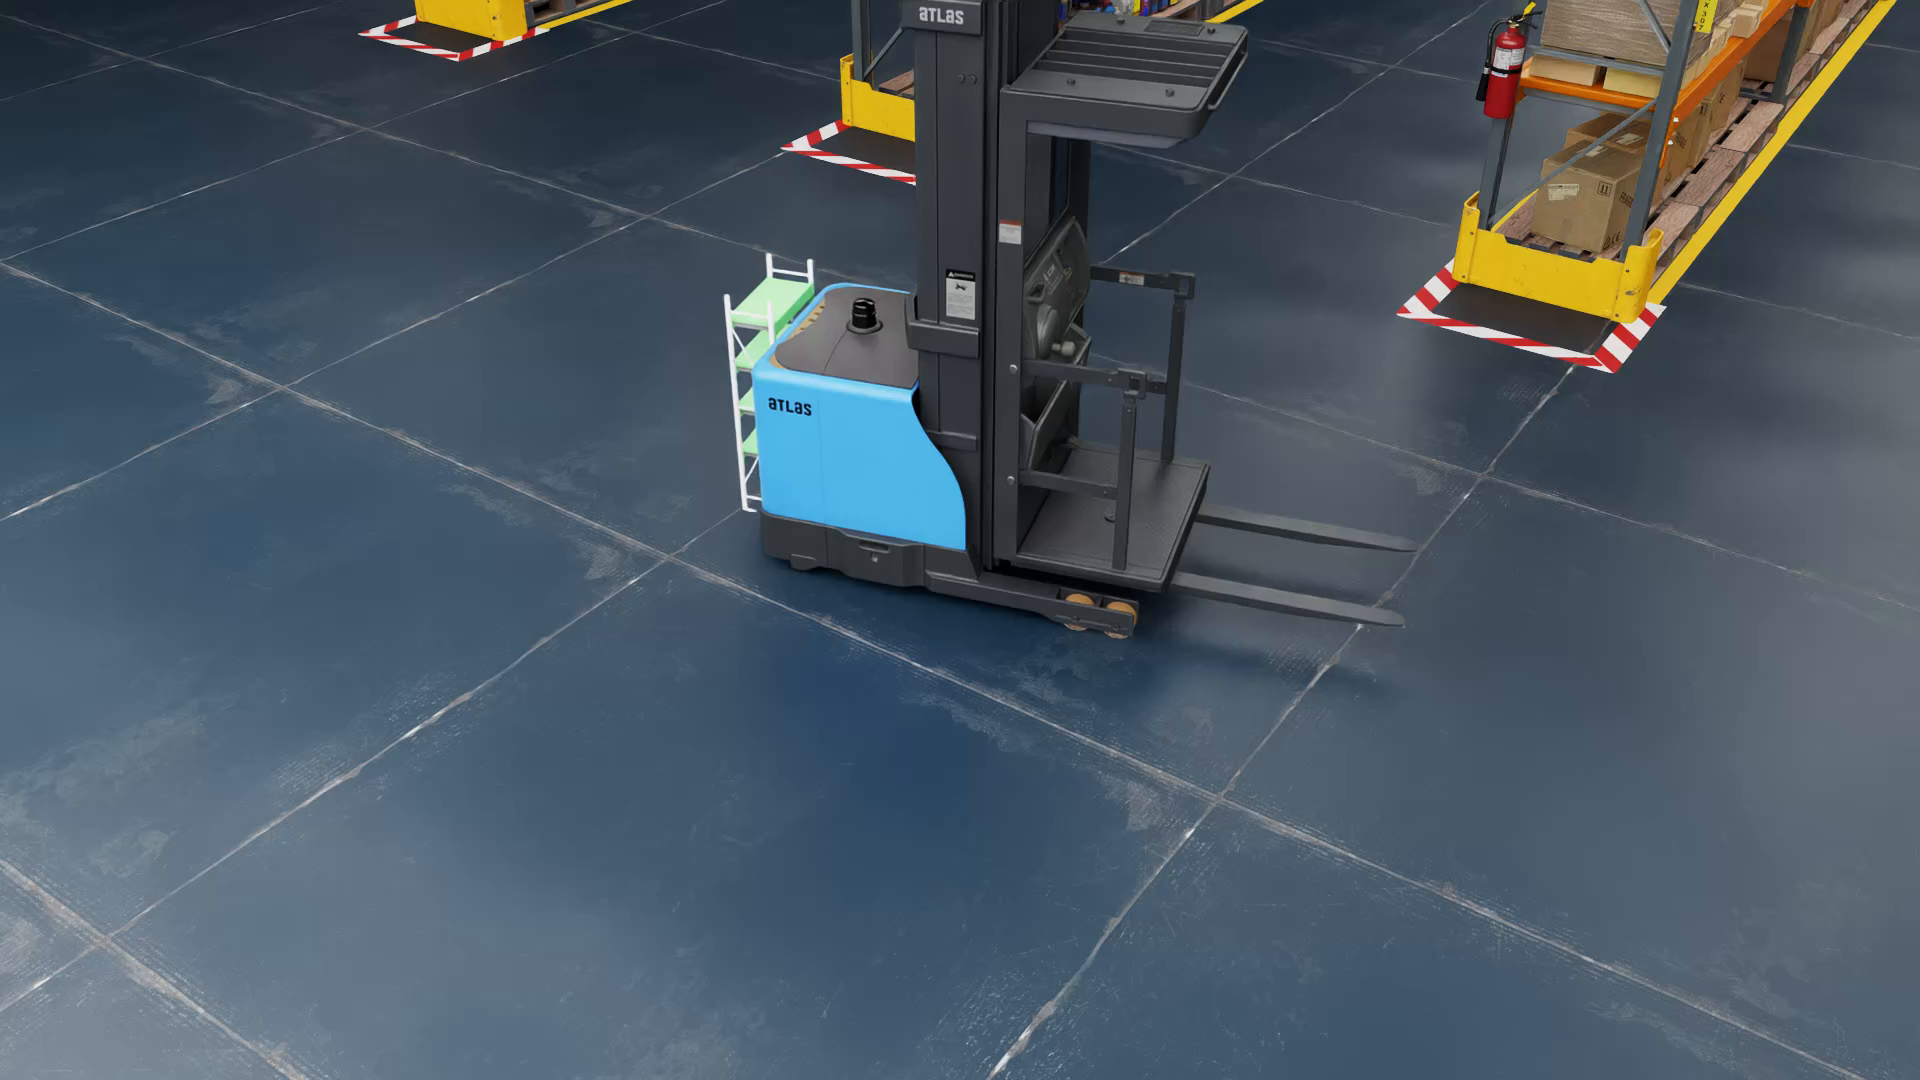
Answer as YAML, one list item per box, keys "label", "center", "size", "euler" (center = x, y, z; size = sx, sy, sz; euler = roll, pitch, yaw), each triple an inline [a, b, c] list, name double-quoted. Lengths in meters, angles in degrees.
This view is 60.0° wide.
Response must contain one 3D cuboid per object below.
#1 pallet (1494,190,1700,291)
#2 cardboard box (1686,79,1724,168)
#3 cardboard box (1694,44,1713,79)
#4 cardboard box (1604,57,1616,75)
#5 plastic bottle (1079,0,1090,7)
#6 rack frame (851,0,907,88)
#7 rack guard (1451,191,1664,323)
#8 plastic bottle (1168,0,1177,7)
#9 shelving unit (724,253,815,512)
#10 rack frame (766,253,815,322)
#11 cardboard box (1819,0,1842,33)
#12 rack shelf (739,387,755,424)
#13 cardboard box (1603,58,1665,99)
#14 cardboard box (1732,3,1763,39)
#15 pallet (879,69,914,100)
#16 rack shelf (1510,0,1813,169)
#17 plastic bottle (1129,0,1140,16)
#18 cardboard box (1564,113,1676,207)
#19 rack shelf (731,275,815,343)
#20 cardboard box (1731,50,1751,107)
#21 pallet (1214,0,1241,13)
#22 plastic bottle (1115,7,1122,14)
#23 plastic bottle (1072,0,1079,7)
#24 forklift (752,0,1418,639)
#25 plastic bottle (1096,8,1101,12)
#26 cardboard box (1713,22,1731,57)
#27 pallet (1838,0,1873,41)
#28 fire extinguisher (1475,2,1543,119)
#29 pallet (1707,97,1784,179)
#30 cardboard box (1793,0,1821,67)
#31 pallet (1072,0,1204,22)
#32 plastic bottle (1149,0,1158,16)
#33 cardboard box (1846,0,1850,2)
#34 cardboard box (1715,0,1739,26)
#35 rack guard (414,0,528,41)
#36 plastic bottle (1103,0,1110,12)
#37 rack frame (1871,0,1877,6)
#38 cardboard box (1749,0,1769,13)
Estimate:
- label: "pallet"
  center: [4.226, -2.032, 11.067]
  size: [1.003, 0.211, 1.213]
  euler: [21, 39, 28]
- label: "cardboard box"
  center: [5.101, -3.021, 11.896]
  size: [0.500, 0.500, 0.500]
  euler: [18, 38, 24]
- label: "cardboard box"
  center: [4.362, -2.960, 10.173]
  size: [0.380, 0.149, 0.250]
  euler: [21, 39, 28]
- label: "cardboard box"
  center: [3.827, -2.998, 10.229]
  size: [0.380, 0.149, 0.250]
  euler: [21, 39, 28]
- label: "plastic bottle"
  center: [1.118, -4.920, 14.891]
  size: [0.097, 0.271, 0.097]
  euler: [0, 34, 0]
- label: "rack frame"
  center: [-0.378, -4.372, 12.037]
  size: [1.000, 3.000, 0.127]
  euler: [21, 39, 28]
- label: "rack guard"
  center: [3.734, -1.789, 10.449]
  size: [1.175, 0.500, 0.348]
  euler: [21, 39, 28]
- label: "plastic bottle"
  center: [1.899, -4.943, 14.913]
  size: [0.061, 0.283, 0.133]
  euler: [23, 41, 30]
- label: "shelving unit"
  center: [-0.914, -0.762, 8.306]
  size: [0.258, 1.200, 0.503]
  euler: [10, 35, 15]
- label: "rack frame"
  center: [-0.837, -0.892, 8.497]
  size: [0.240, 1.200, 0.015]
  euler: [10, 35, 15]
- label: "cardboard box"
  center: [7.263, -4.781, 14.481]
  size: [0.700, 0.500, 0.500]
  euler: [25, 41, 32]
- label: "rack shelf"
  center: [-0.914, -0.709, 8.341]
  size: [0.258, 0.148, 0.480]
  euler: [10, 35, 15]
- label: "cardboard box"
  center: [4.049, -2.741, 9.849]
  size: [0.380, 0.149, 0.250]
  euler: [21, 39, 28]
- label: "cardboard box"
  center: [4.984, -3.400, 10.824]
  size: [0.380, 0.149, 0.250]
  euler: [21, 39, 28]
- label: "pallet"
  center: [0.094, -3.639, 13.442]
  size: [1.003, 0.211, 1.213]
  euler: [21, 39, 28]
- label: "rack shelf"
  center: [4.831, -3.412, 11.260]
  size: [1.077, 0.370, 4.000]
  euler: [21, 39, 28]
- label: "plastic bottle"
  center: [1.478, -4.672, 14.453]
  size: [0.144, 0.351, 0.185]
  euler: [21, 39, 28]
- label: "cardboard box"
  center: [4.373, -2.496, 11.120]
  size: [0.500, 0.500, 0.500]
  euler: [-25, 41, -32]
- label: "rack shelf"
  center: [-0.914, -1.107, 8.073]
  size: [0.258, 0.148, 0.480]
  euler: [10, 35, 15]
- label: "cardboard box"
  center: [5.710, -3.598, 12.749]
  size: [0.500, 0.500, 0.500]
  euler: [20, 39, 27]
- label: "pallet"
  center: [2.318, -5.431, 16.093]
  size: [1.003, 0.211, 1.213]
  euler: [21, 39, 28]
- label: "plastic bottle"
  center: [1.338, -4.474, 14.293]
  size: [0.097, 0.201, 0.097]
  euler: [0, 34, 0]
- label: "plastic bottle"
  center: [0.994, -4.972, 14.896]
  size: [0.144, 0.351, 0.185]
  euler: [20, 39, 26]
- label: "forklift"
  center: [0.614, -1.100, 7.260]
  size: [3.031, 2.935, 1.130]
  euler: [10, 35, 15]
- label: "plastic bottle"
  center: [1.164, -4.362, 14.066]
  size: [0.097, 0.271, 0.097]
  euler: [0, 34, 0]
- label: "cardboard box"
  center: [4.636, -3.194, 10.520]
  size: [0.380, 0.149, 0.250]
  euler: [21, 39, 28]
- label: "pallet"
  center: [7.805, -4.957, 15.392]
  size: [1.003, 0.211, 1.213]
  euler: [21, 39, 28]
- label: "fire extinguisher"
  center: [3.247, -2.852, 9.859]
  size: [0.296, 0.674, 0.183]
  euler: [21, 39, 28]
- label: "pallet"
  center: [5.617, -3.155, 12.727]
  size: [1.003, 0.211, 1.213]
  euler: [21, 39, 28]
- label: "cardboard box"
  center: [6.627, -4.266, 13.720]
  size: [0.700, 0.500, 0.500]
  euler: [21, 39, 28]
- label: "pallet"
  center: [1.485, -4.762, 15.103]
  size: [1.003, 0.211, 1.213]
  euler: [21, 39, 28]
- label: "plastic bottle"
  center: [1.663, -4.821, 14.673]
  size: [0.144, 0.351, 0.185]
  euler: [19, 39, 26]
- label: "cardboard box"
  center: [7.887, -5.303, 15.253]
  size: [0.700, 0.500, 0.500]
  euler: [19, 38, 26]
- label: "cardboard box"
  center: [4.534, -3.683, 10.664]
  size: [0.875, 0.500, 0.500]
  euler: [21, 39, 28]
- label: "rack guard"
  center: [-4.459, -4.909, 15.063]
  size: [1.175, 0.500, 0.348]
  euler: [21, 39, 28]
- label: "plastic bottle"
  center: [1.295, -4.604, 14.413]
  size: [0.061, 0.283, 0.133]
  euler: [21, 39, 28]
- label: "rack frame"
  center: [8.252, -6.471, 15.142]
  size: [1.000, 3.000, 0.127]
  euler: [21, 39, 28]
- label: "cardboard box"
  center: [5.223, -3.648, 11.191]
  size: [0.380, 0.149, 0.250]
  euler: [21, 39, 28]
